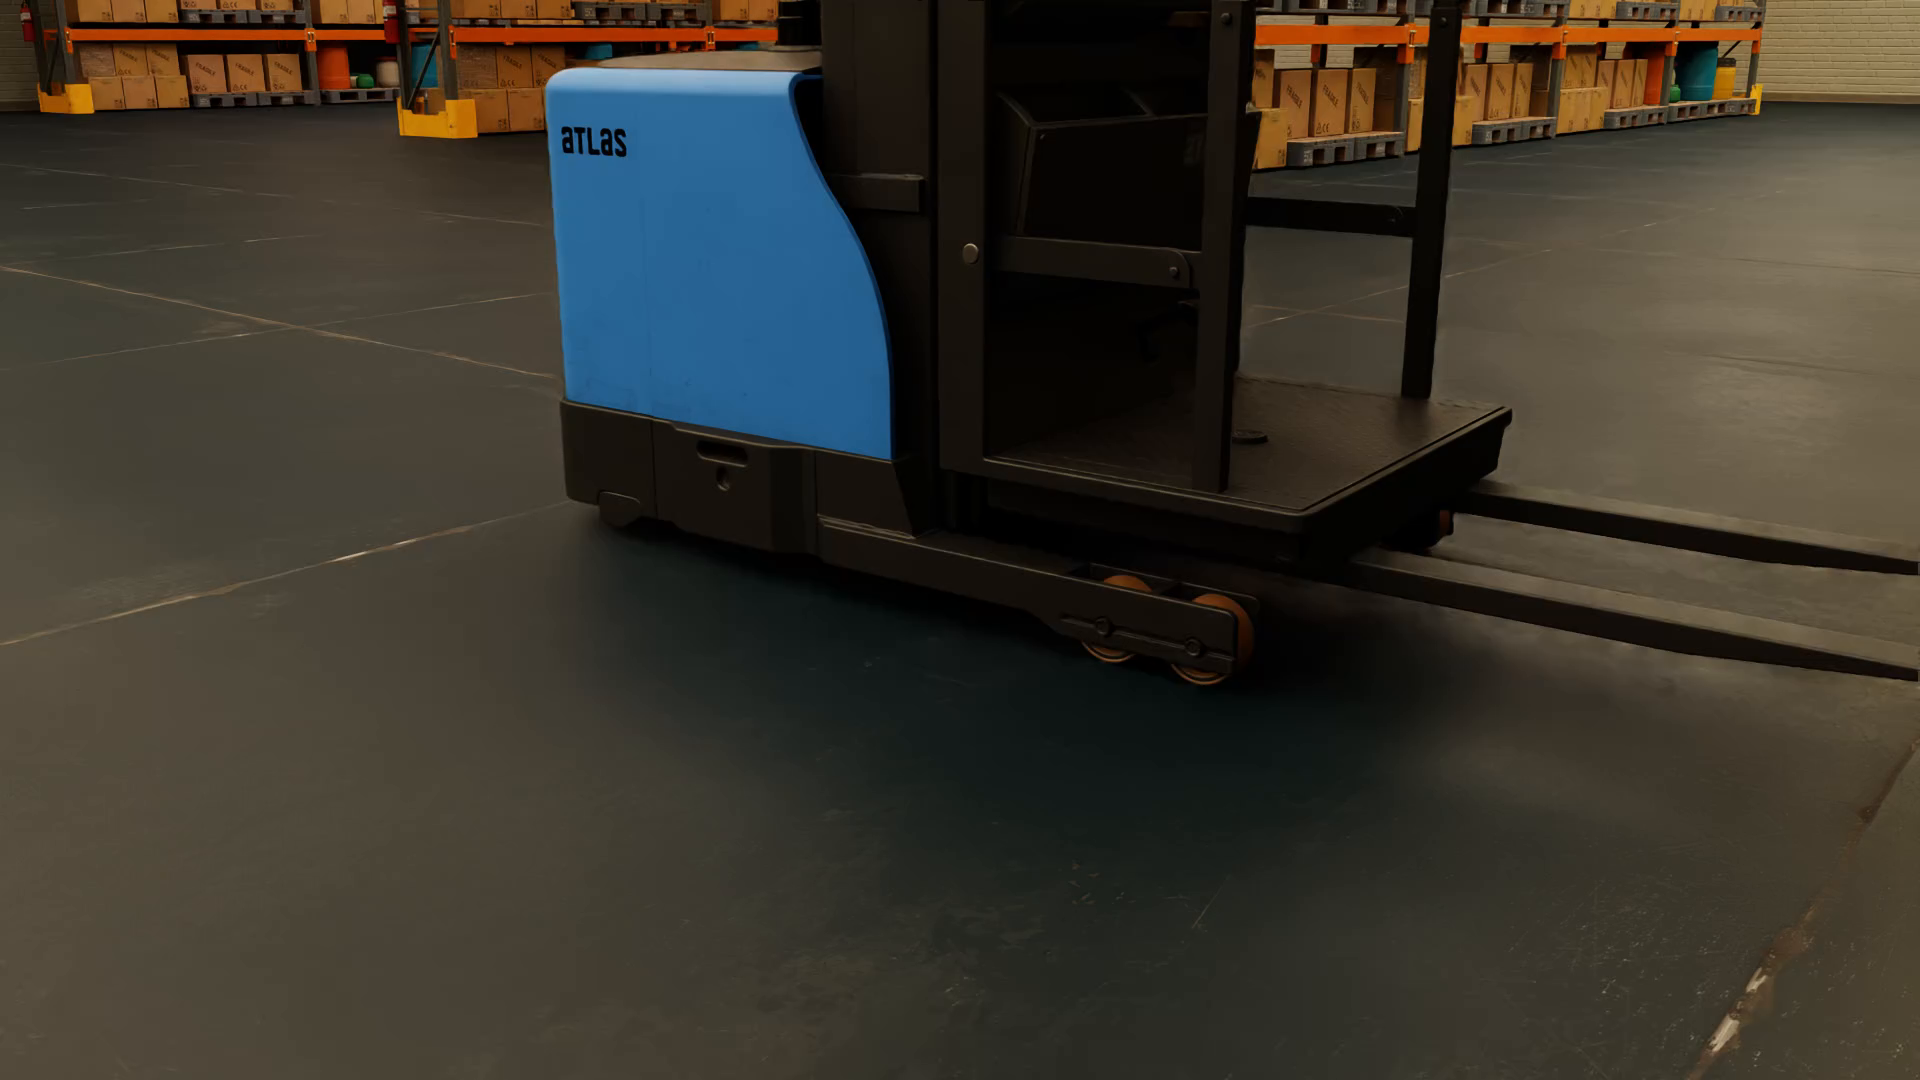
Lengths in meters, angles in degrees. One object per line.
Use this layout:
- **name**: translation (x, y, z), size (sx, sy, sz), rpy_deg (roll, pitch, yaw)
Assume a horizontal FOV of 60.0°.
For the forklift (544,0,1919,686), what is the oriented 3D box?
- **forklift**: translation (0.526, -1.309, 3.210), size (3.031, 2.935, 1.130), rpy_deg (12, 21, 34)
